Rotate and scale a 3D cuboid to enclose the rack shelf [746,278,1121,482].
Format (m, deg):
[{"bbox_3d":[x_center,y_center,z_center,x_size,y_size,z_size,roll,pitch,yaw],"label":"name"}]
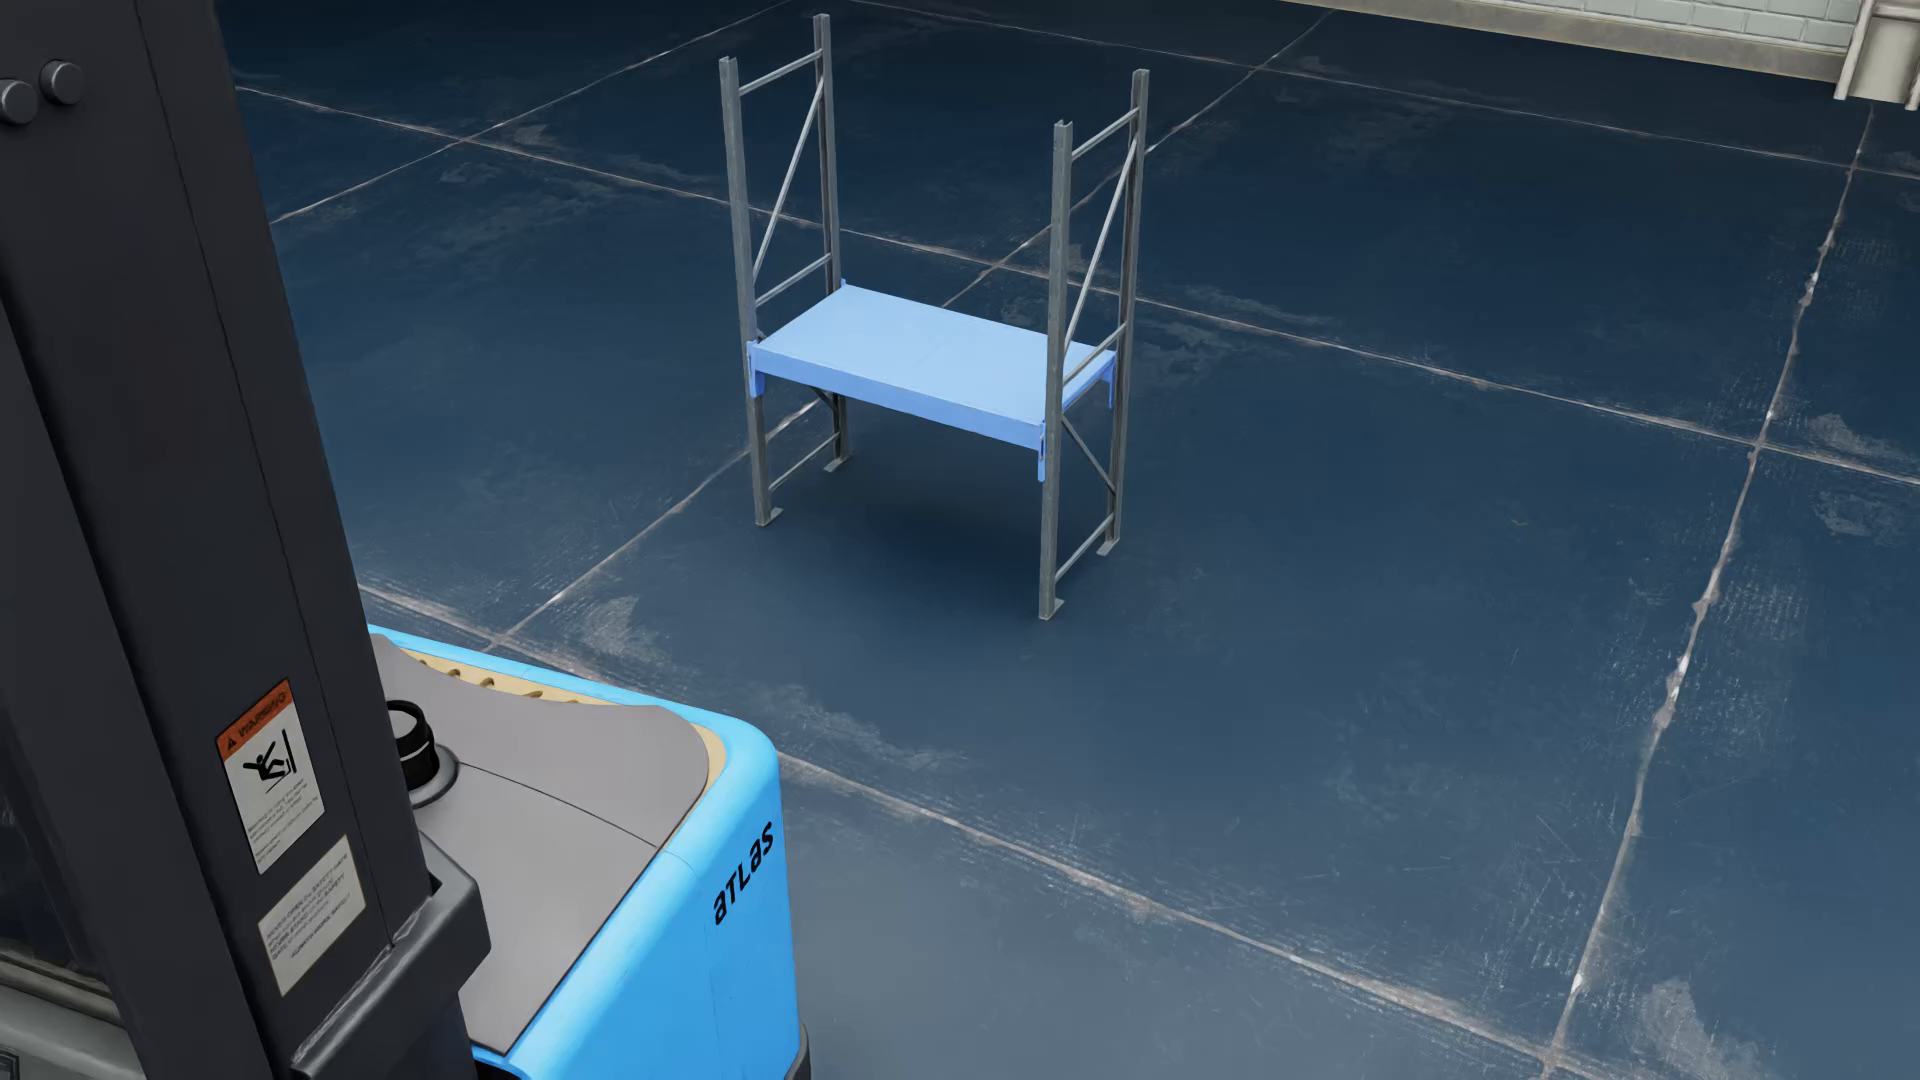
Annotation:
[{"bbox_3d":[-0.074,-0.498,4.969,1.000,0.185,0.538,18,37,24],"label":"rack shelf"}]

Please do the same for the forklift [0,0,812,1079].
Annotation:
[{"bbox_3d":[-1.293,0.660,1.614,1.130,2.935,3.031,12,35,17],"label":"forklift"}]

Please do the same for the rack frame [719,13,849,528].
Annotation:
[{"bbox_3d":[-0.515,-0.788,5.079,0.032,1.500,0.500,18,37,24],"label":"rack frame"}]

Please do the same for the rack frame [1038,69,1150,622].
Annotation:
[{"bbox_3d":[0.367,-0.508,4.660,0.032,1.500,0.500,18,37,24],"label":"rack frame"}]

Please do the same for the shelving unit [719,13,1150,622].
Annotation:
[{"bbox_3d":[-0.074,-0.648,4.870,1.048,1.500,0.538,18,37,24],"label":"shelving unit"}]

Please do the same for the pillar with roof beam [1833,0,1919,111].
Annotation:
[{"bbox_3d":[2.697,-4.013,3.157,0.400,9.000,9.100,18,37,24],"label":"pillar with roof beam"}]
